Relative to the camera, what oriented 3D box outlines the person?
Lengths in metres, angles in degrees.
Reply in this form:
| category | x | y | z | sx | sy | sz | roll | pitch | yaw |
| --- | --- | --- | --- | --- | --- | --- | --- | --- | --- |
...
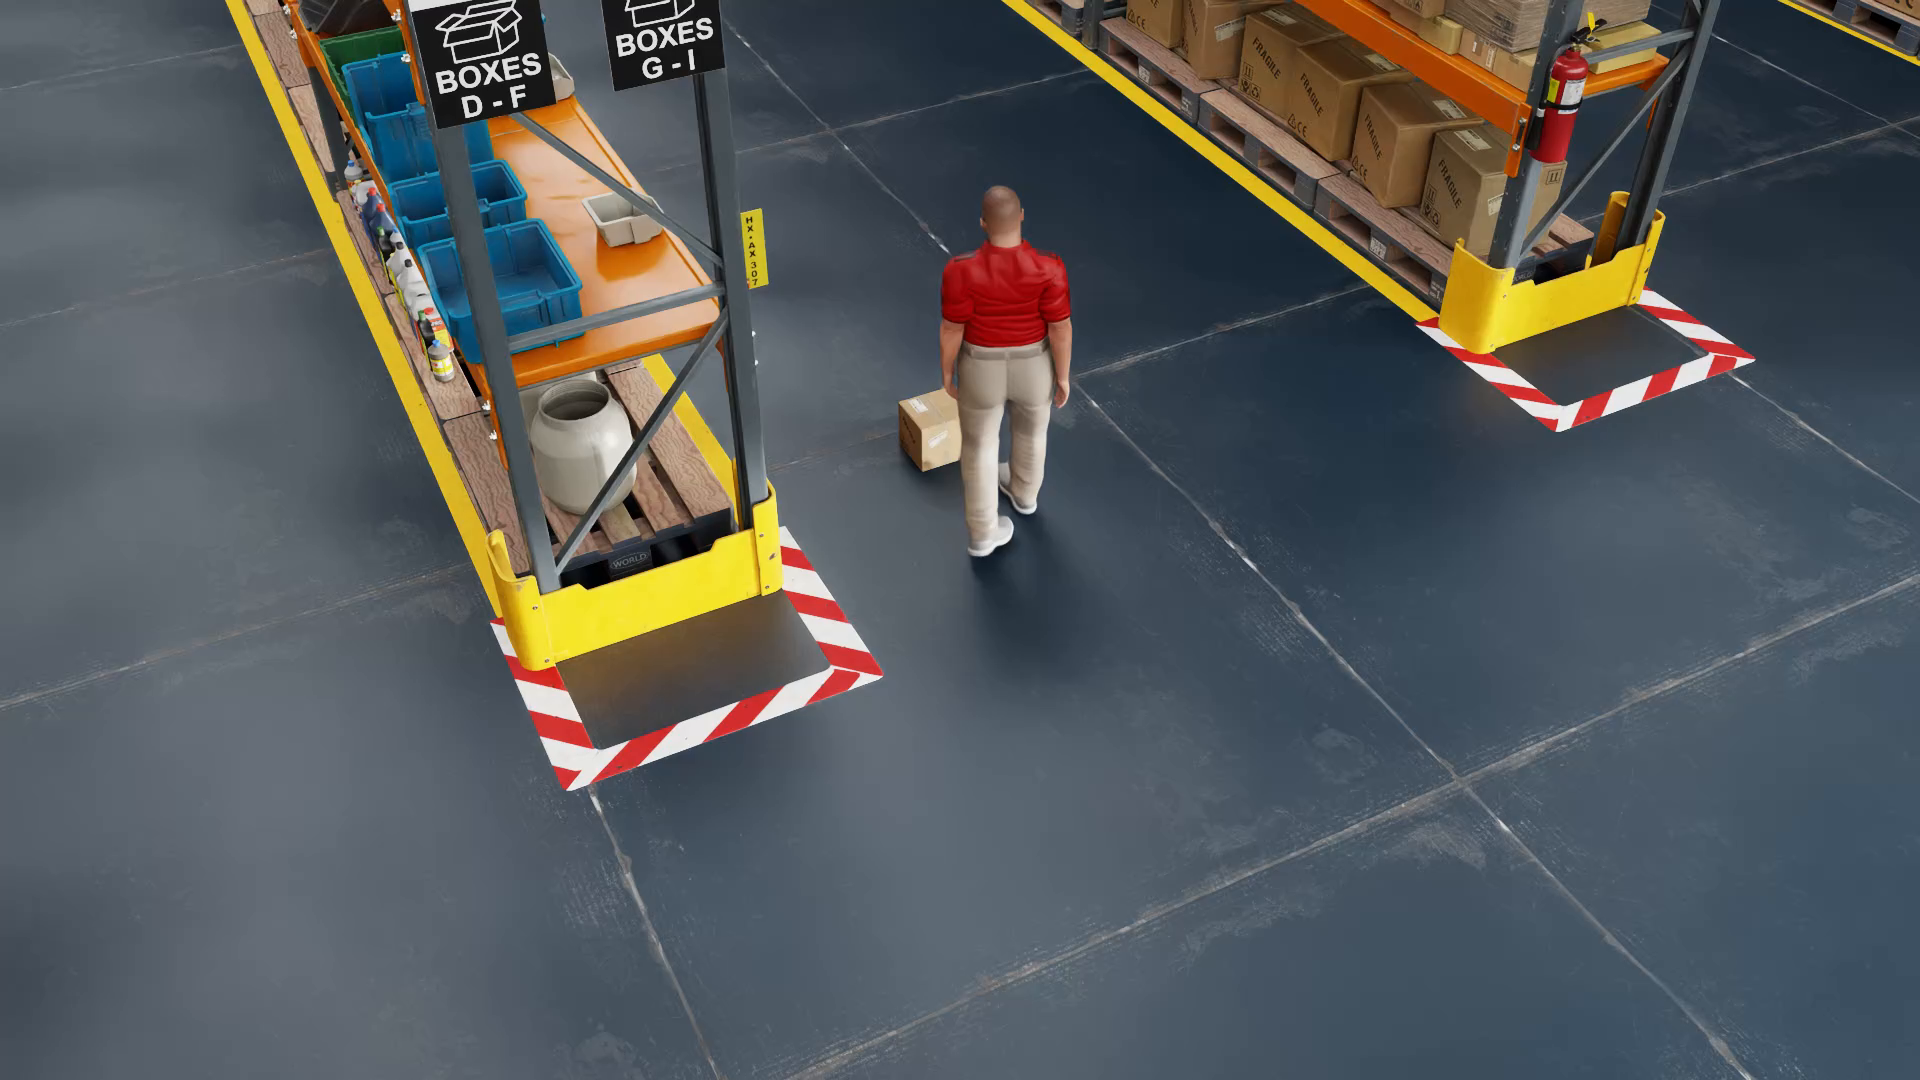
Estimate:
| category | x | y | z | sx | sy | sz | roll | pitch | yaw |
| --- | --- | --- | --- | --- | --- | --- | --- | --- | --- |
| person | 0.177 | -0.751 | 7.035 | 0.549 | 1.730 | 0.635 | -4 | 41 | -4 |
